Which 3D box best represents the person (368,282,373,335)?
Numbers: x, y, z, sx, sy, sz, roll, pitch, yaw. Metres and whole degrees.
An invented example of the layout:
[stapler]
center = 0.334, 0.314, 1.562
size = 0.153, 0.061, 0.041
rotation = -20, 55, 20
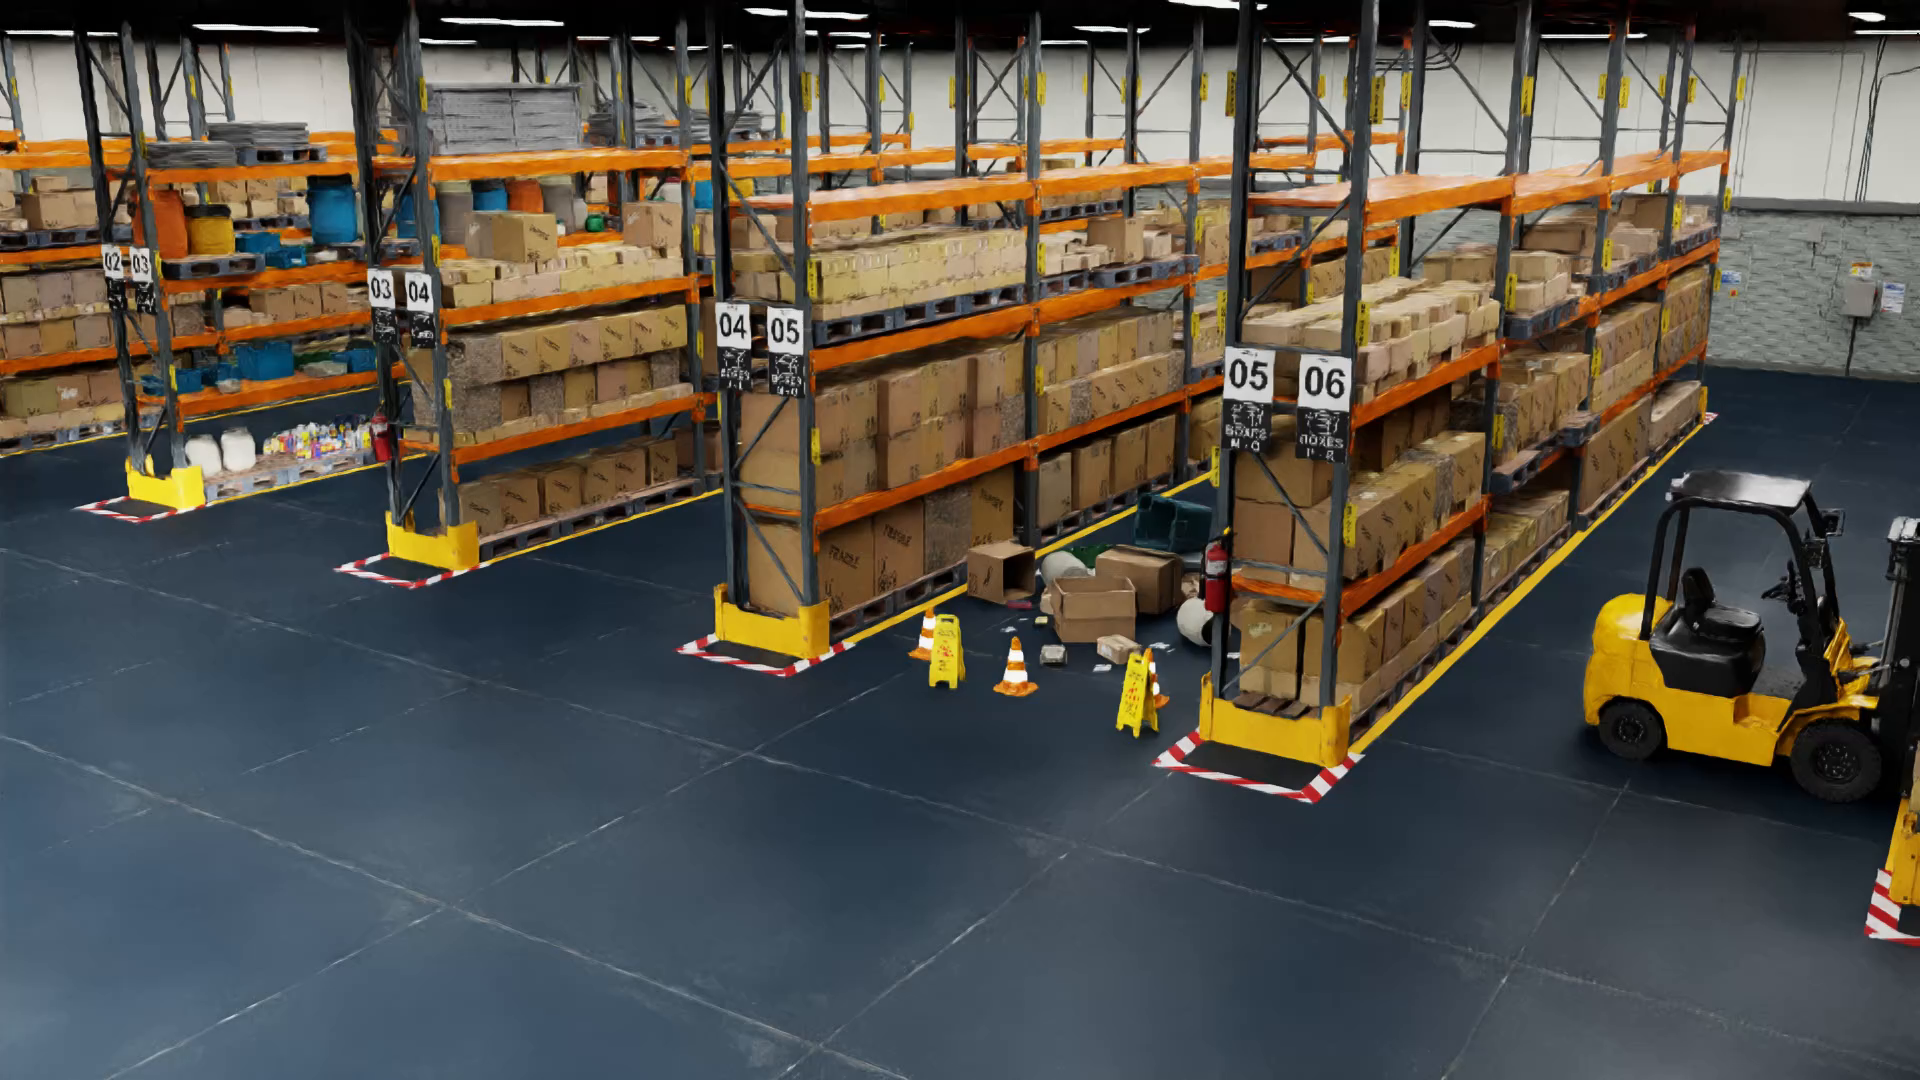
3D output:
[person]
center = -11.684, -4.788, 33.307
size = 0.414, 1.674, 0.508
rotation = 1, 16, 3
